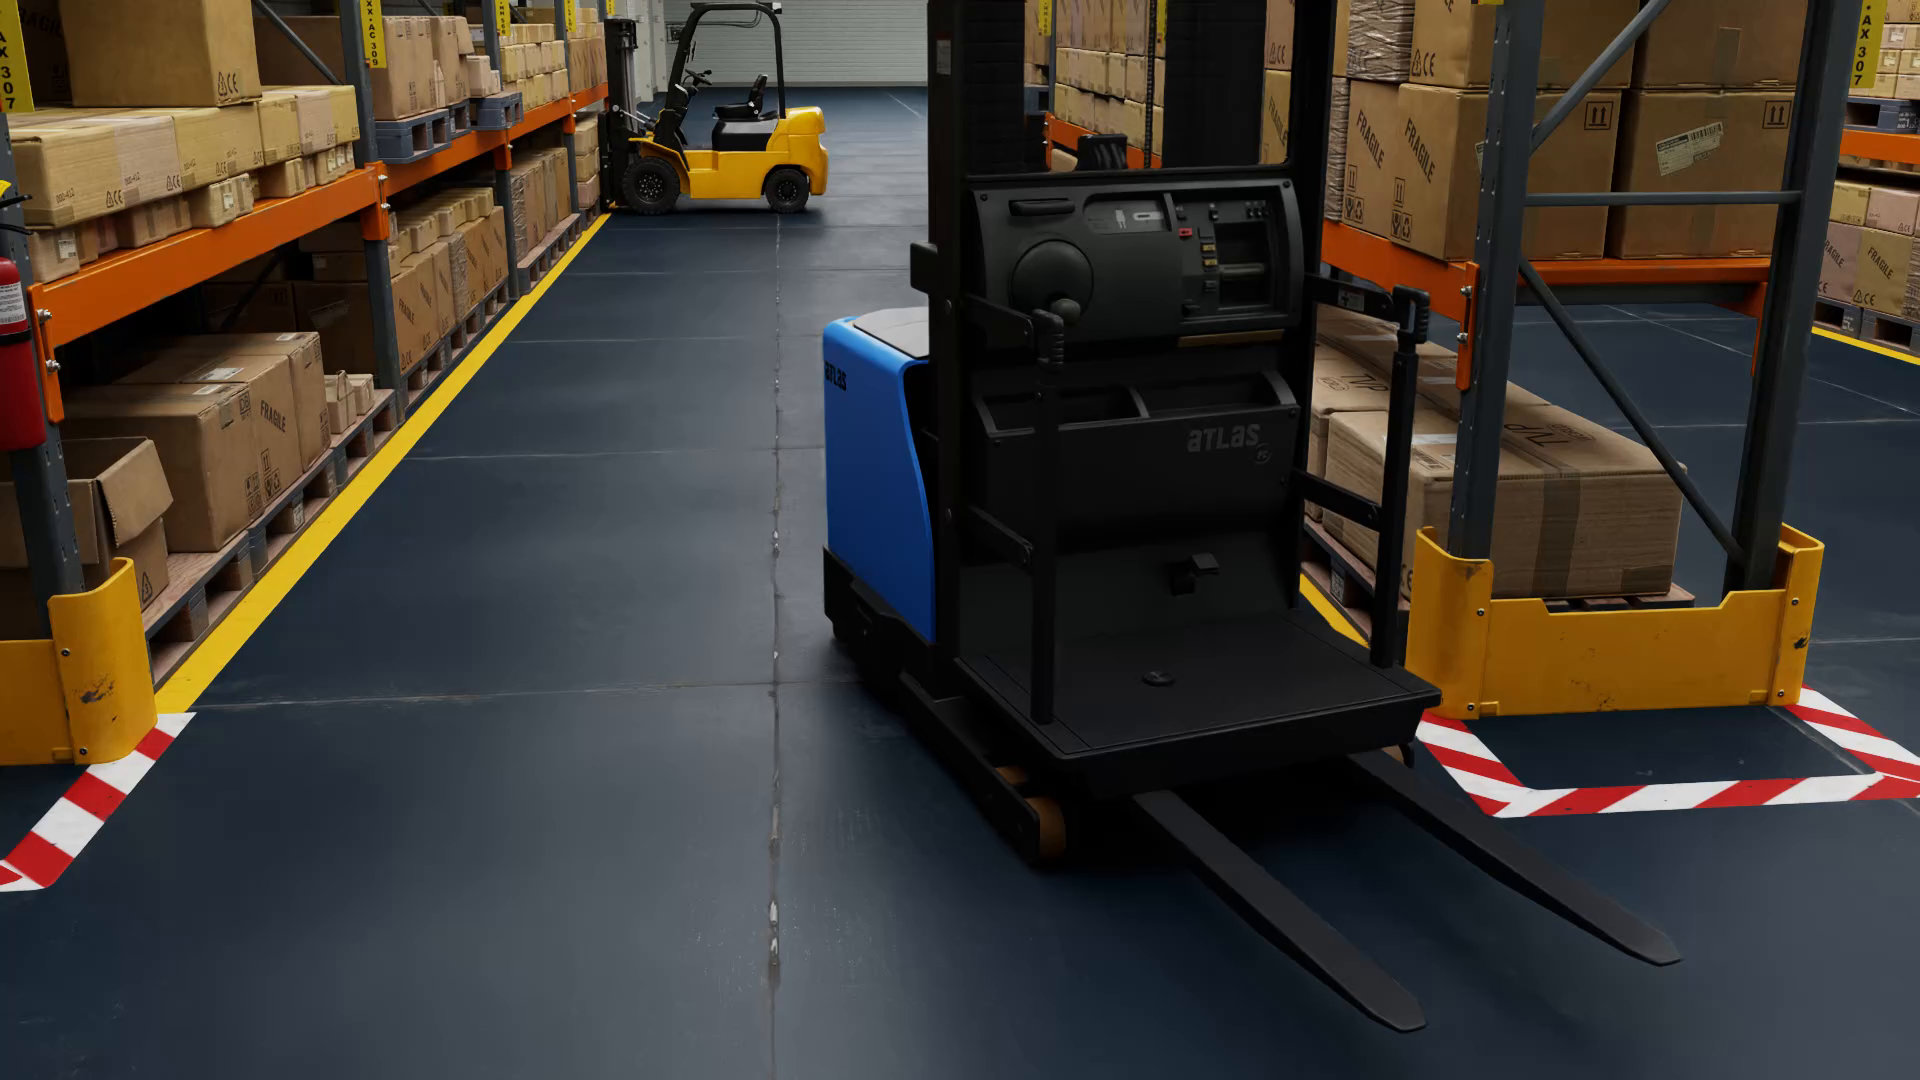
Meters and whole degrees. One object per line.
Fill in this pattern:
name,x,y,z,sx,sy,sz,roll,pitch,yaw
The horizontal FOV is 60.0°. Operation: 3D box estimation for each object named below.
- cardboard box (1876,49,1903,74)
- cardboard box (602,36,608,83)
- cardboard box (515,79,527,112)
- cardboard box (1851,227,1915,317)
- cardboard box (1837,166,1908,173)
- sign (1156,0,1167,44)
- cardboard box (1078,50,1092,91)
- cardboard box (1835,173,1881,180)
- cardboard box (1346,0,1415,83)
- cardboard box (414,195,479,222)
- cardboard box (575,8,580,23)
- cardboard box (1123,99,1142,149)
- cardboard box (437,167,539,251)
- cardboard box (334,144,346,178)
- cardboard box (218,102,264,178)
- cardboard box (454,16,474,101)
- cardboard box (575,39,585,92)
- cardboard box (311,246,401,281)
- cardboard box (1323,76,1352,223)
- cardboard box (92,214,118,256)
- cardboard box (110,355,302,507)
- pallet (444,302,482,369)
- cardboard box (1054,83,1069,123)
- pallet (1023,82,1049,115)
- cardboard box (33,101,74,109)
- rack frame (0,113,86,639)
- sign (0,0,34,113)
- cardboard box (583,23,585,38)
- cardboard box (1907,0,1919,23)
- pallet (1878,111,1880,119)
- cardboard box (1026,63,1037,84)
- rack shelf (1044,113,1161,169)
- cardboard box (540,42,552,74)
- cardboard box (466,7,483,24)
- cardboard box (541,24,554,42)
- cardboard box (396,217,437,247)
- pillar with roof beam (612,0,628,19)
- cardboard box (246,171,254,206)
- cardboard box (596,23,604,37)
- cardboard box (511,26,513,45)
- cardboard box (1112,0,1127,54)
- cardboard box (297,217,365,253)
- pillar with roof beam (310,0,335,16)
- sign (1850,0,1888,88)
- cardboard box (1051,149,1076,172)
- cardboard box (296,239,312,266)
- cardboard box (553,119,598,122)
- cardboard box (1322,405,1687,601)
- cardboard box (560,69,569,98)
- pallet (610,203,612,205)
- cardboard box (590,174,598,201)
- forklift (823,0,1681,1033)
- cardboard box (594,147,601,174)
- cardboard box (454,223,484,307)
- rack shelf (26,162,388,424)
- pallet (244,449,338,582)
cardboard box,6.111,-3.071,10.672,0.380,0.149,0.250,-2,18,-5
cardboard box,-4.288,-5.490,18.990,0.500,0.500,0.500,-2,18,-7
cardboard box,-3.624,-3.416,12.799,0.500,0.250,0.500,-2,18,-7
cardboard box,6.108,-1.716,10.609,0.500,0.500,0.500,-2,18,-7
cardboard box,6.469,-2.555,12.027,0.500,0.250,0.500,-2,17,-5
sign,1.036,-2.655,8.326,0.100,0.325,0.005,-2,18,-6
cardboard box,1.060,-3.057,10.823,0.500,0.250,0.500,-2,18,-6
cardboard box,5.996,-2.389,11.498,0.500,0.250,0.500,-2,18,-5
cardboard box,1.617,-1.784,5.516,0.500,0.500,0.500,-2,18,-5
cardboard box,-3.430,-2.215,11.114,0.380,0.149,0.250,-2,18,-7
cardboard box,-4.002,-5.223,16.560,0.380,0.149,0.250,-1,17,-4
cardboard box,1.226,-2.366,9.457,0.500,0.250,0.500,-2,18,-6
cardboard box,-3.901,-2.645,13.359,0.875,0.625,0.625,-1,17,-4
cardboard box,-3.030,-1.722,7.573,0.380,0.149,0.250,-1,17,-4
cardboard box,-2.910,-1.481,6.139,0.500,0.250,0.500,-2,18,-7
cardboard box,-3.423,-2.966,10.245,0.797,0.503,0.637,-2,18,-7
cardboard box,-4.044,-4.732,16.574,0.500,0.500,0.500,-1,17,-5
cardboard box,-3.135,-1.438,8.639,0.380,0.149,0.250,-1,17,-3
cardboard box,1.575,-1.455,6.135,0.500,0.500,0.500,-1,17,-4
cardboard box,-2.845,-0.952,5.121,0.380,0.149,0.250,-2,18,-6
cardboard box,-2.923,-0.423,6.490,0.500,0.500,0.500,-1,17,-5
pallet,-3.613,-1.281,10.404,1.003,0.211,1.213,-2,18,-6
cardboard box,0.962,-3.127,11.879,0.500,0.250,0.500,-2,18,-7
pallet,0.983,-3.469,13.040,1.213,0.211,1.003,-2,18,-6
cardboard box,-3.413,-1.470,6.106,0.500,0.250,0.500,-2,18,-6
rack frame,-2.950,-0.814,4.262,1.000,3.000,0.127,-2,18,-6
sign,-2.410,-1.244,4.186,0.100,0.325,0.005,-2,18,-6
cardboard box,-4.062,-5.232,17.084,0.380,0.149,0.250,-2,18,-7
cardboard box,10.286,-5.642,17.308,0.500,0.500,0.500,-2,18,-6
pallet,6.255,-3.234,12.292,1.213,0.211,1.003,-2,18,-6
cardboard box,0.724,-3.674,13.090,0.380,0.149,0.250,-2,18,-6
rack shelf,1.368,-2.413,10.556,1.077,0.370,4.000,-2,18,-6
cardboard box,-3.775,-4.112,14.183,0.500,0.250,0.500,-1,17,-5
cardboard box,-4.521,-4.974,15.766,0.380,0.149,0.250,-2,18,-6
cardboard box,-3.755,-4.426,14.518,0.380,0.149,0.250,-2,18,-7
cardboard box,-3.332,-1.825,9.872,0.380,0.149,0.250,-1,17,-4
pillar with roof beam,-2.999,-13.704,35.303,9.100,9.000,0.400,-2,18,-6
cardboard box,-2.937,-1.338,6.352,0.380,0.149,0.250,-2,18,-6
cardboard box,-4.230,-5.768,18.793,0.380,0.149,0.250,-1,17,-5
cardboard box,-3.596,-3.814,12.568,0.380,0.149,0.250,-1,17,-4
cardboard box,1.185,-3.116,9.758,0.500,0.500,0.500,-1,17,-4
cardboard box,-3.195,-1.578,8.588,0.380,0.149,0.250,-2,18,-7
pillar with roof beam,-0.524,-6.553,12.527,9.100,9.000,0.400,-2,18,-6
sign,2.540,-1.435,4.661,0.100,0.325,0.005,-2,18,-6
cardboard box,1.151,-2.330,11.937,0.875,0.875,0.875,-2,18,-6
cardboard box,-3.753,-1.574,9.072,0.380,0.149,0.250,-2,17,-5
cardboard box,-4.077,-4.366,17.795,0.500,0.250,0.500,-2,18,-7
cardboard box,1.820,-0.140,5.691,0.875,0.438,0.875,-2,18,-8
cardboard box,-3.875,-4.176,15.220,0.500,0.250,0.500,-1,17,-4
pallet,-4.479,-4.024,19.142,1.003,0.211,1.213,-2,18,-6
cardboard box,-3.976,-3.583,16.971,0.500,0.250,0.500,-2,18,-7
forklift,0.559,-0.740,4.142,1.130,2.935,3.031,-7,19,-21
cardboard box,-4.025,-3.970,17.369,0.500,0.250,0.500,-2,18,-6
cardboard box,-3.420,-1.781,10.813,0.500,0.500,0.500,-1,17,-3
rack shelf,-3.156,-1.067,6.268,1.077,0.370,4.000,-2,18,-6
pallet,-3.163,-0.106,6.663,1.003,0.211,1.213,-2,18,-6
